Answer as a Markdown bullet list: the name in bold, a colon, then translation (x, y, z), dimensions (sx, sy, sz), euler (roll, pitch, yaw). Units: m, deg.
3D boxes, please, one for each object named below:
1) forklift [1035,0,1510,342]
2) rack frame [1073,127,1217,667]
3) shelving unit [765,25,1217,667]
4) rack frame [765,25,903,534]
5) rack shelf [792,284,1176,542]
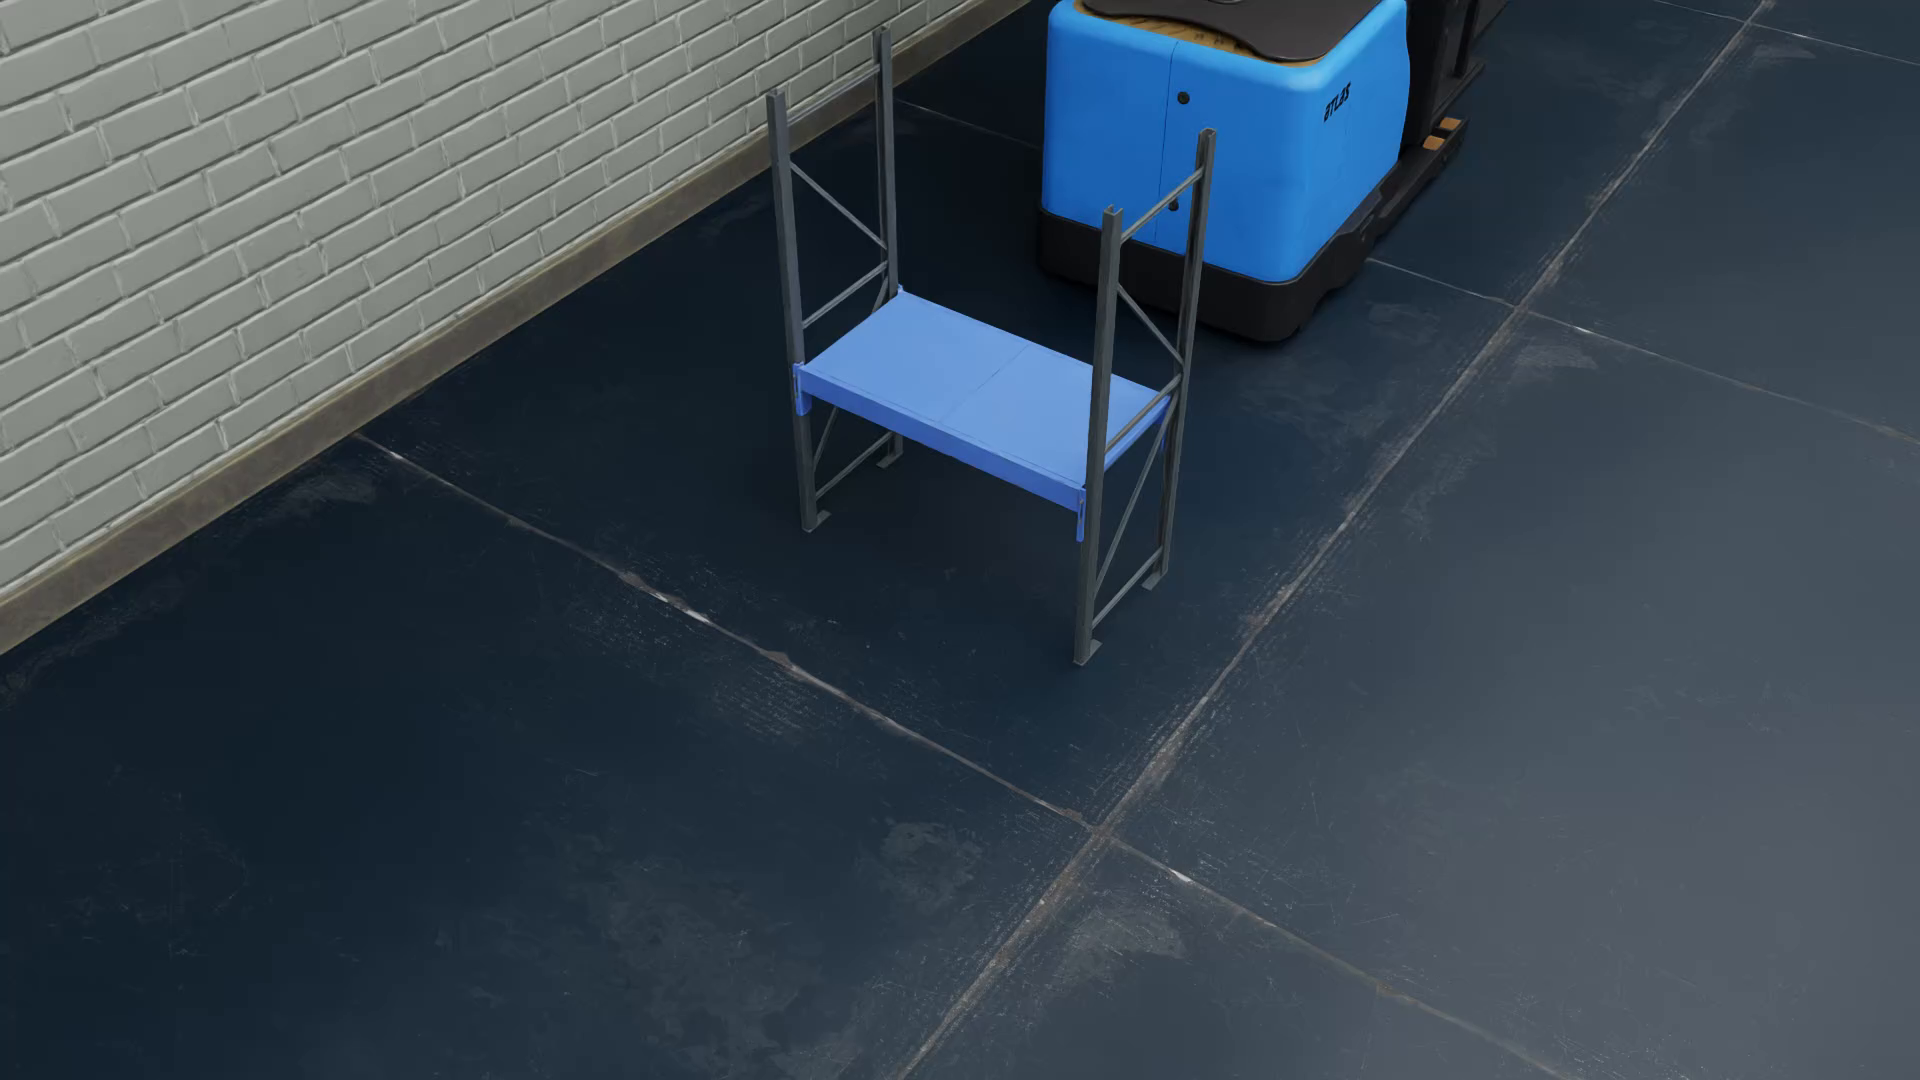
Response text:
- **forklift**: translation (1.496, -2.760, 6.136), dimensions (1.130, 2.935, 3.031), euler (23, 47, 23)
- **rack frame**: translation (0.486, -0.332, 4.496), dimensions (0.032, 1.500, 0.500), euler (25, 48, 25)
- **shelving unit**: translation (0.070, -0.526, 4.713), dimensions (1.048, 1.500, 0.538), euler (25, 48, 25)
- **rack frame**: translation (-0.346, -0.721, 4.931), dimensions (0.032, 1.500, 0.500), euler (25, 48, 25)
- **rack shelf**: translation (0.070, -0.392, 4.833), dimensions (1.000, 0.185, 0.538), euler (25, 48, 25)
